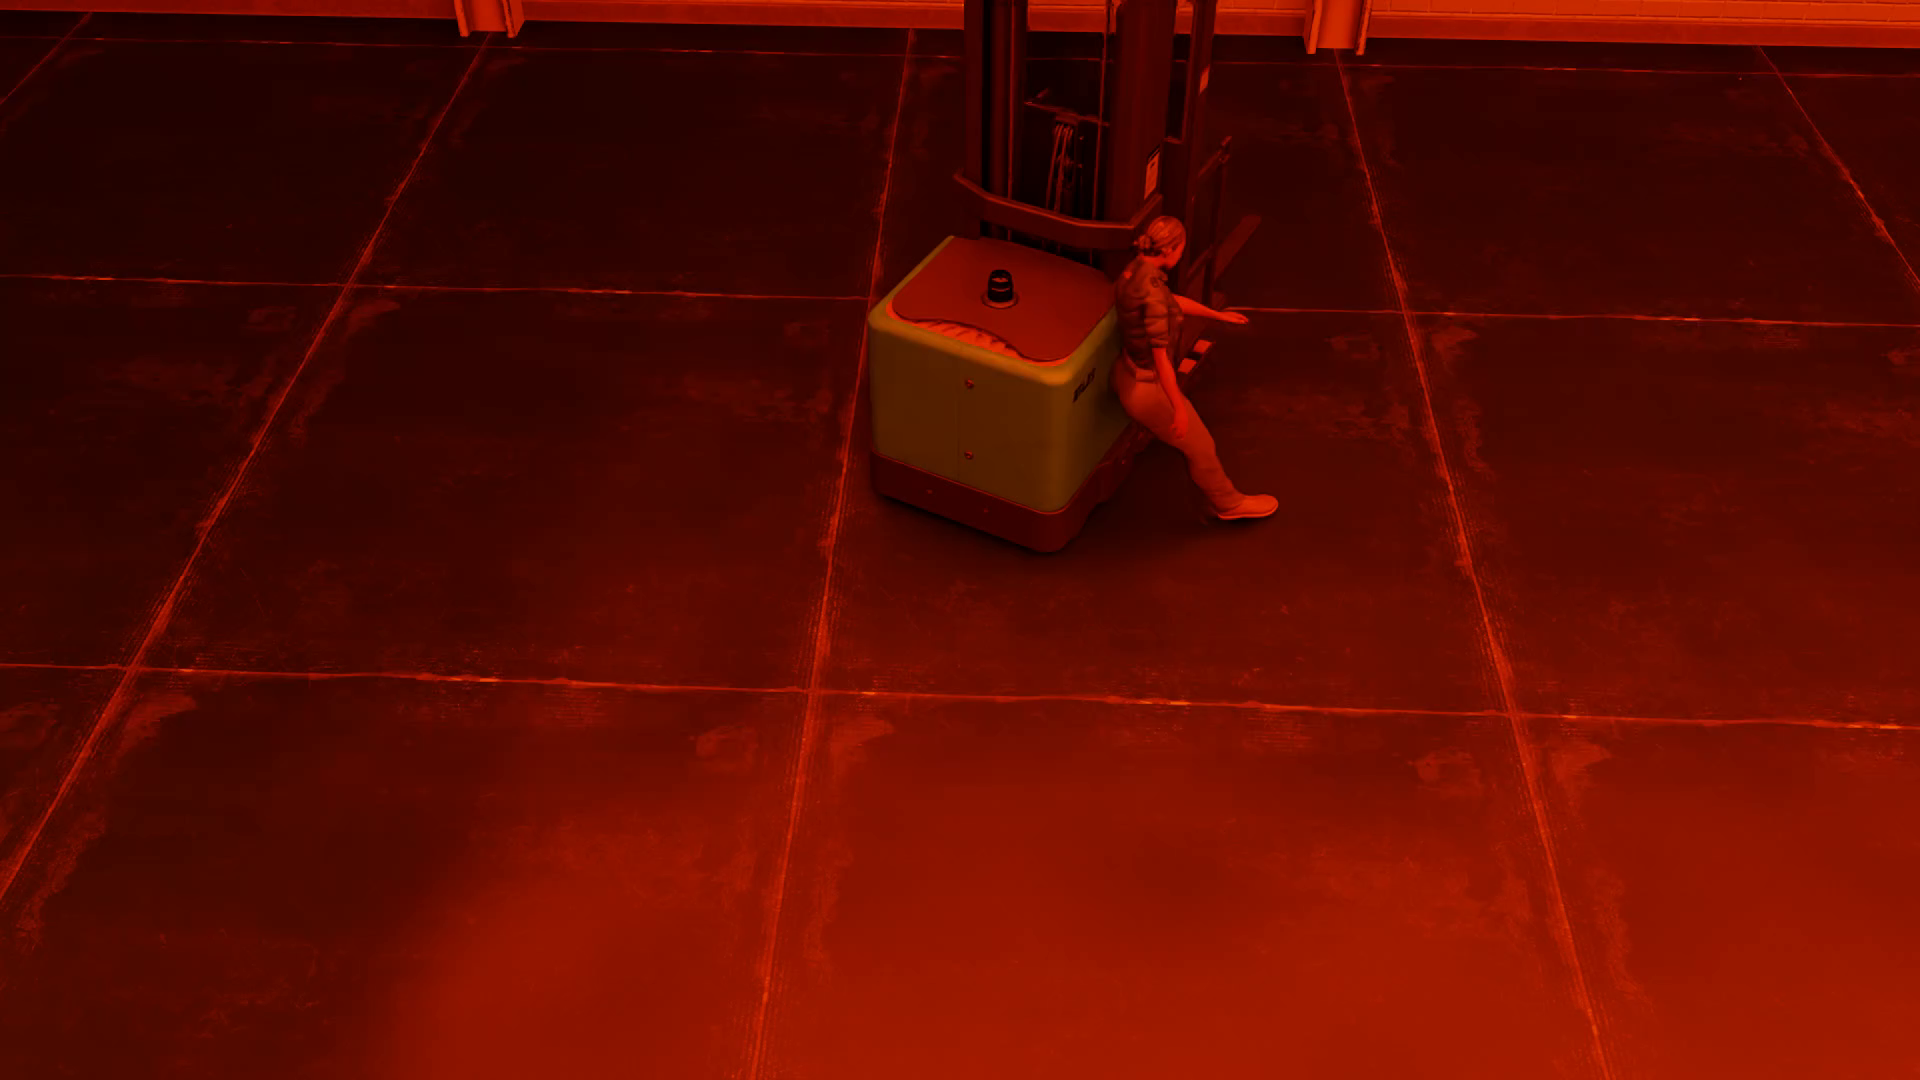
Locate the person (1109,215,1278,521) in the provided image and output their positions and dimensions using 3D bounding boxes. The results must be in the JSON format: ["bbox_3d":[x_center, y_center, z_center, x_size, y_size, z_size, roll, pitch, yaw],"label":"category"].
[{"bbox_3d":[1.005,-0.800,7.632,0.910,1.496,0.820,-10,43,-11],"label":"person"}]

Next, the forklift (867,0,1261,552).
[{"bbox_3d":[0.720,-2.009,7.943,1.130,2.935,3.031,20,46,21],"label":"forklift"}]
